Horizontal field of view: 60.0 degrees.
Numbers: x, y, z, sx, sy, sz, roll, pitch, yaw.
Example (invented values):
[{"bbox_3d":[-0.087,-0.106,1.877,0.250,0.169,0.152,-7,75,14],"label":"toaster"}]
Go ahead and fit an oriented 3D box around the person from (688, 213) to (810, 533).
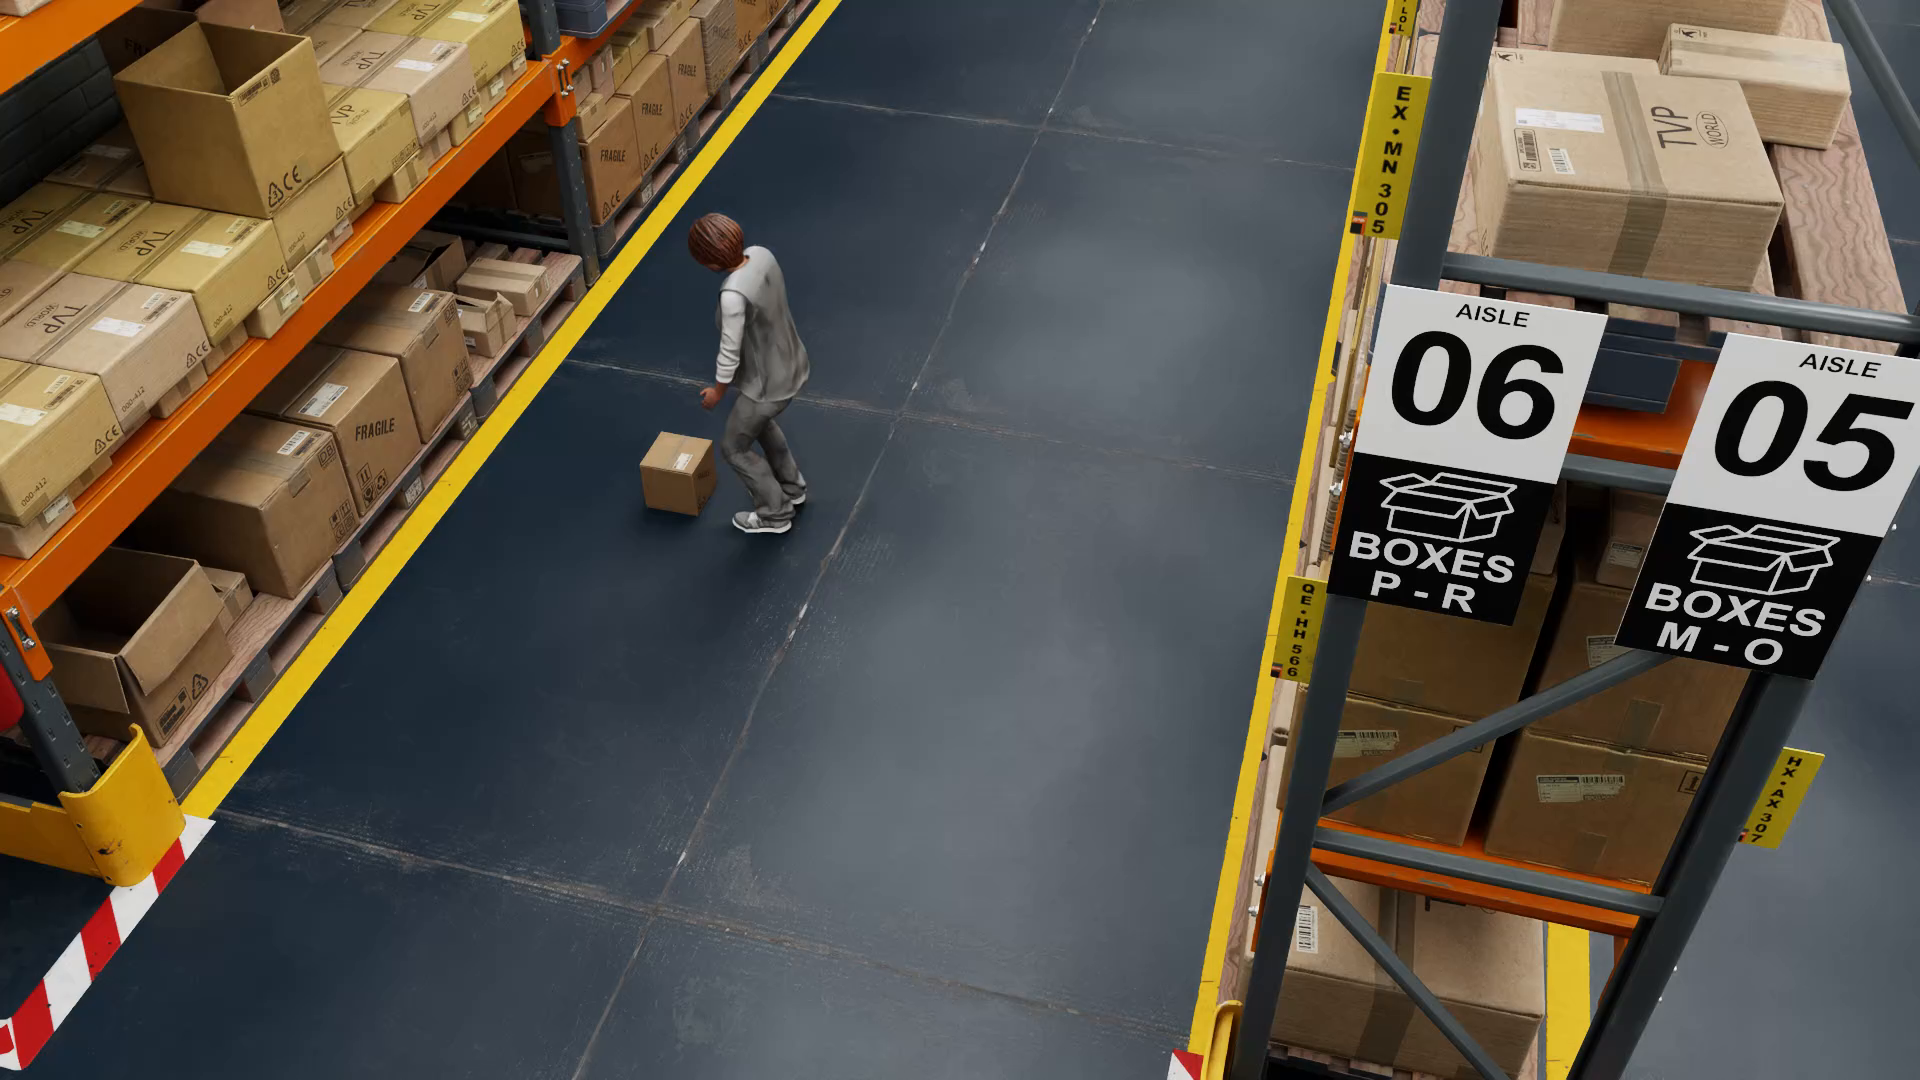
[{"bbox_3d":[-0.863,-0.667,6.991,0.437,1.511,0.437,11,43,12],"label":"person"}]
